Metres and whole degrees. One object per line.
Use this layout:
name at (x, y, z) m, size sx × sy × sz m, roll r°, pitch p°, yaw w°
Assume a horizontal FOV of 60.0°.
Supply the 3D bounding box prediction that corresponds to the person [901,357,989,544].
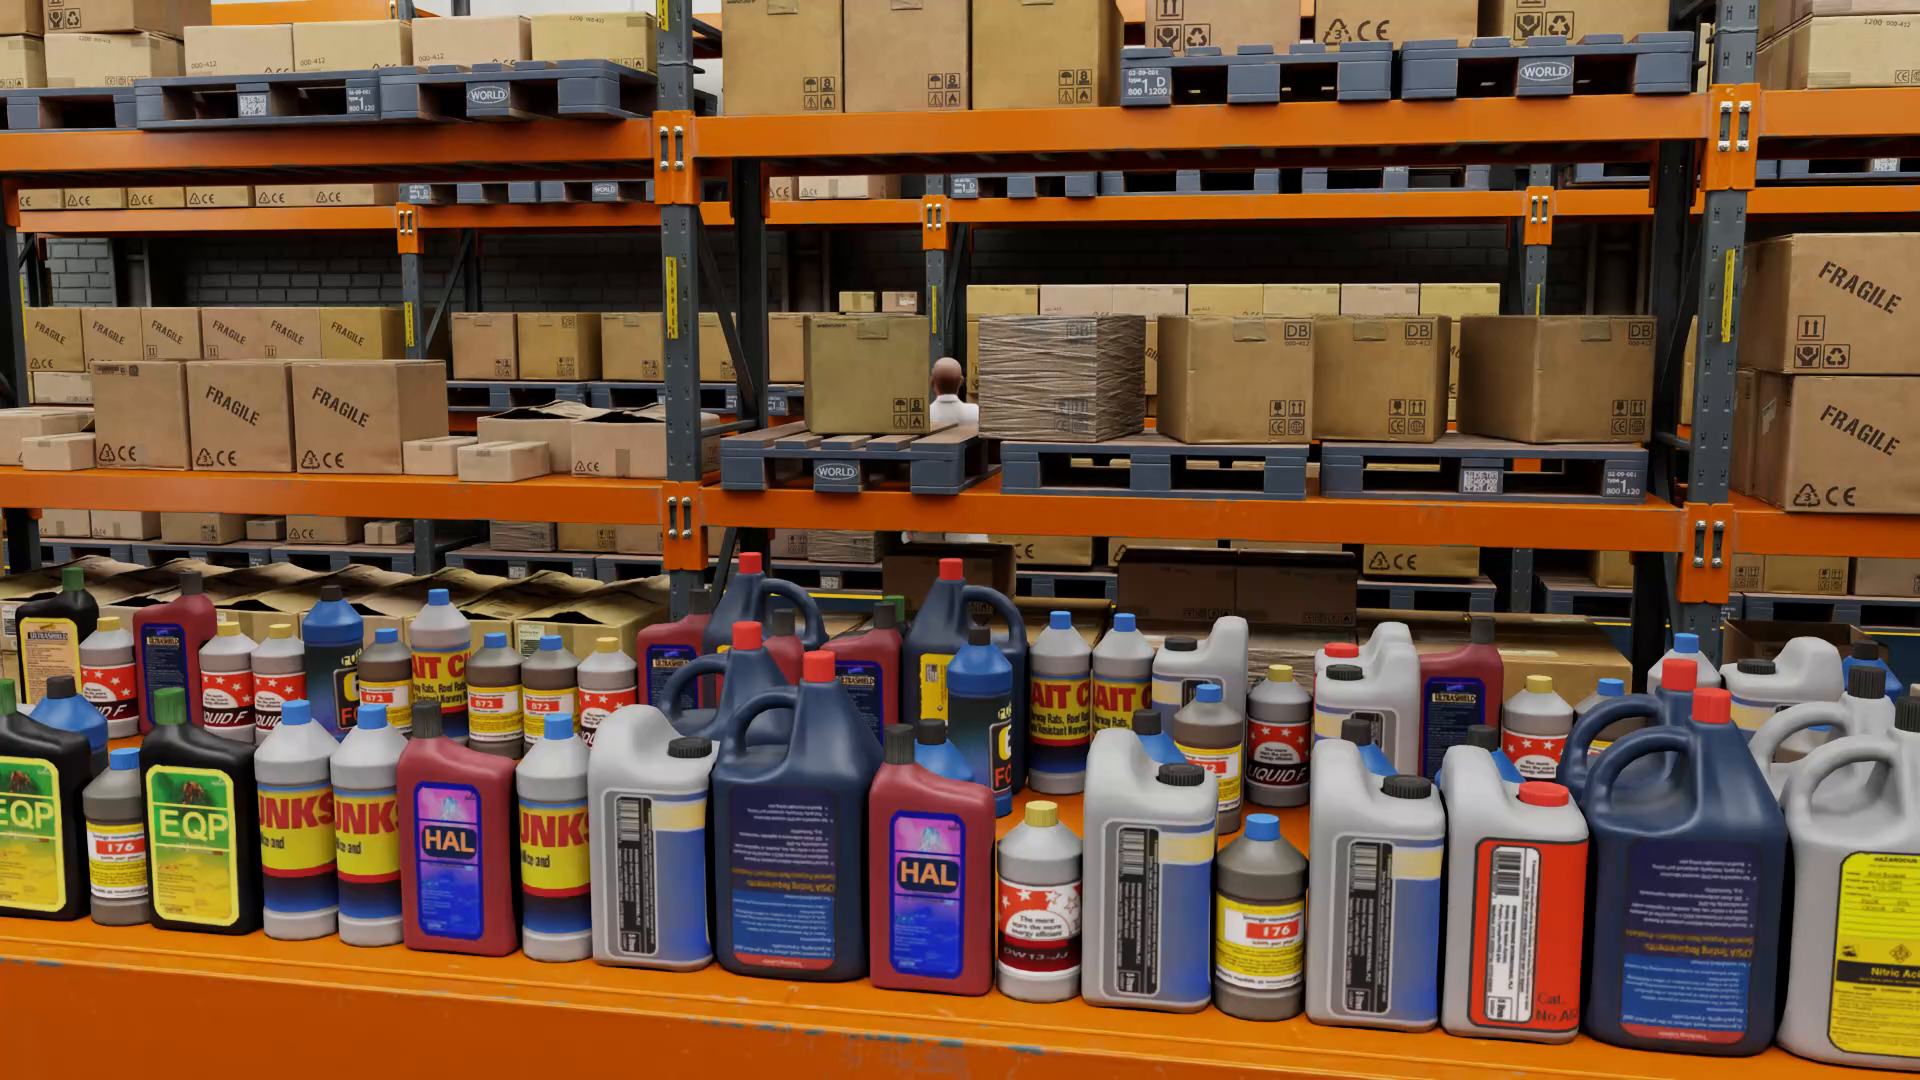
person at (-0.063, -0.172, 9.582) m, size 0.589 × 1.752 × 0.915 m, roll -1°, pitch 8°, yaw -5°
